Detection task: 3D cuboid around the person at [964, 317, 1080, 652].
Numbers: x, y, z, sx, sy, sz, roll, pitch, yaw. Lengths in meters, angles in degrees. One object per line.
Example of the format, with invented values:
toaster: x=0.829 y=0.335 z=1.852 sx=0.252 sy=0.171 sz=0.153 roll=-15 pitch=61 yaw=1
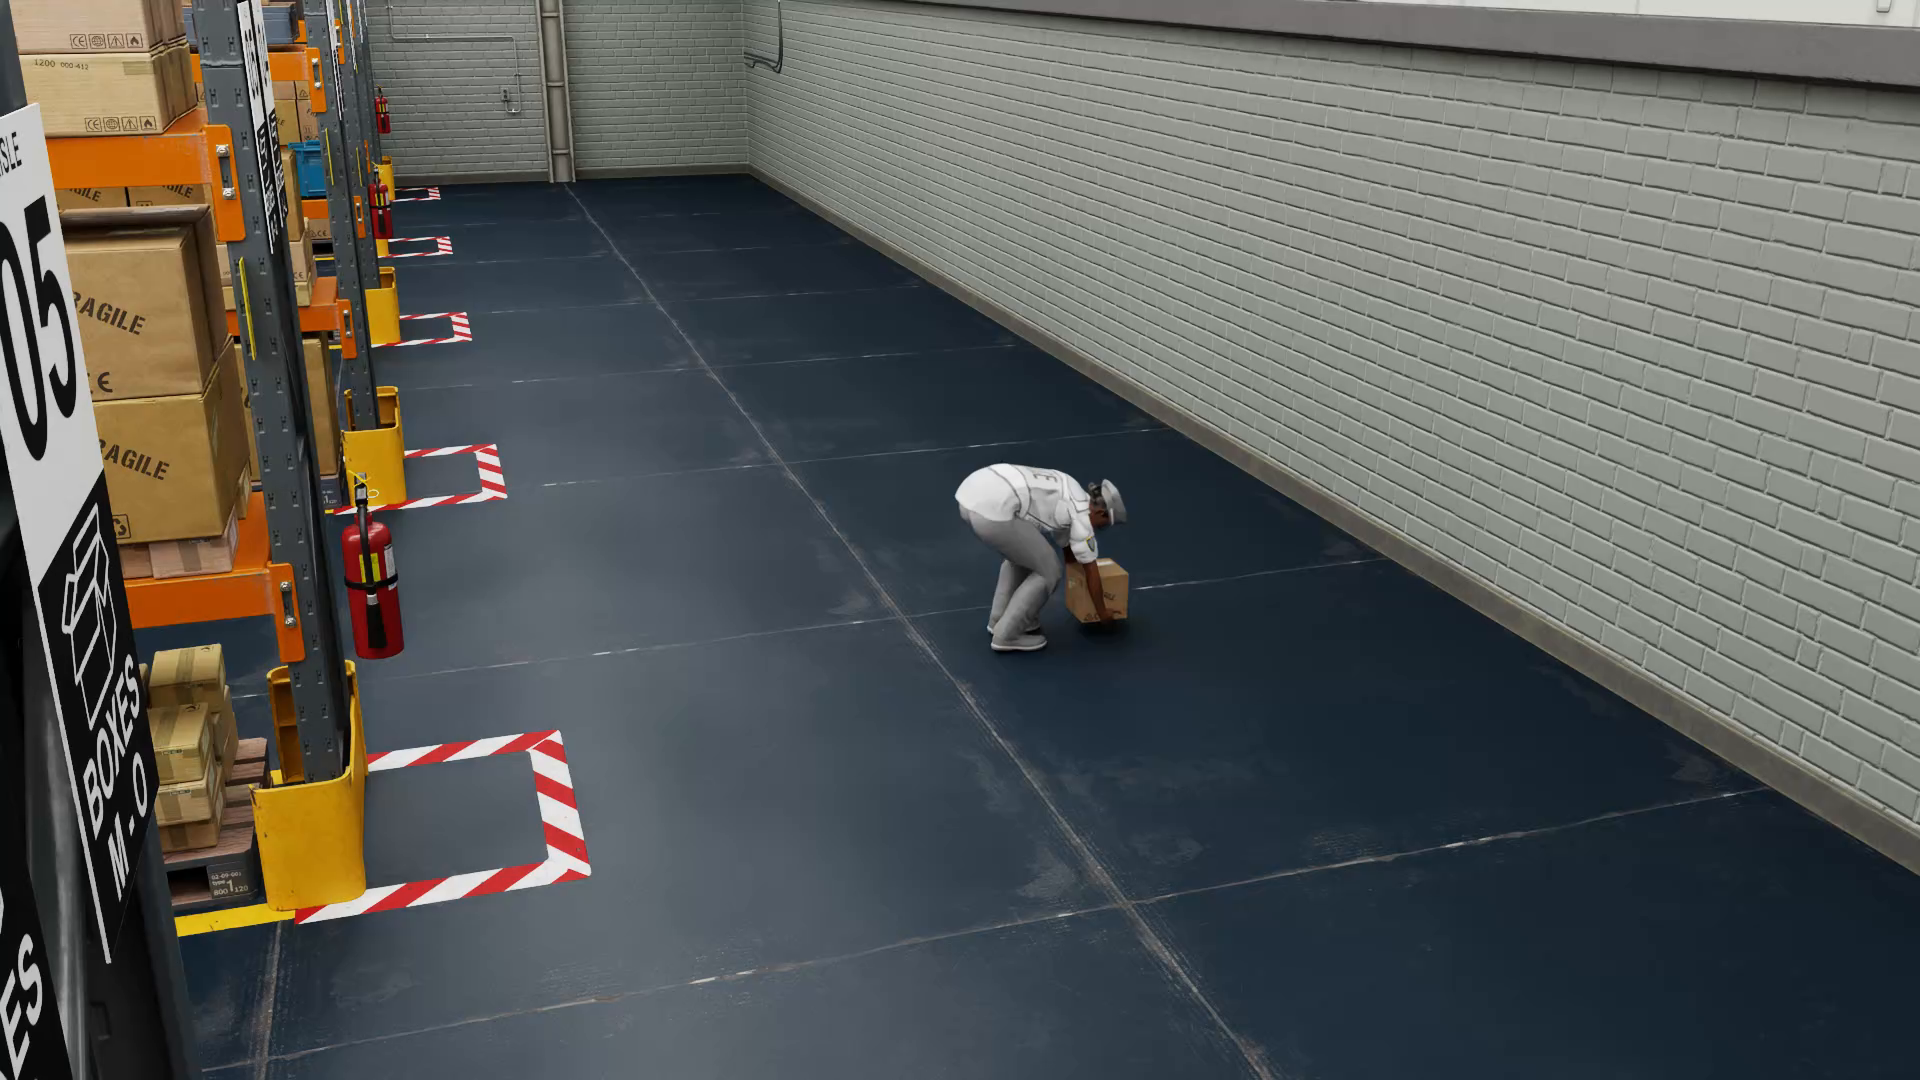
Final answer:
person: x=0.295 y=-0.285 z=8.339 sx=0.540 sy=1.688 sz=0.450 roll=-6 pitch=20 yaw=-17
